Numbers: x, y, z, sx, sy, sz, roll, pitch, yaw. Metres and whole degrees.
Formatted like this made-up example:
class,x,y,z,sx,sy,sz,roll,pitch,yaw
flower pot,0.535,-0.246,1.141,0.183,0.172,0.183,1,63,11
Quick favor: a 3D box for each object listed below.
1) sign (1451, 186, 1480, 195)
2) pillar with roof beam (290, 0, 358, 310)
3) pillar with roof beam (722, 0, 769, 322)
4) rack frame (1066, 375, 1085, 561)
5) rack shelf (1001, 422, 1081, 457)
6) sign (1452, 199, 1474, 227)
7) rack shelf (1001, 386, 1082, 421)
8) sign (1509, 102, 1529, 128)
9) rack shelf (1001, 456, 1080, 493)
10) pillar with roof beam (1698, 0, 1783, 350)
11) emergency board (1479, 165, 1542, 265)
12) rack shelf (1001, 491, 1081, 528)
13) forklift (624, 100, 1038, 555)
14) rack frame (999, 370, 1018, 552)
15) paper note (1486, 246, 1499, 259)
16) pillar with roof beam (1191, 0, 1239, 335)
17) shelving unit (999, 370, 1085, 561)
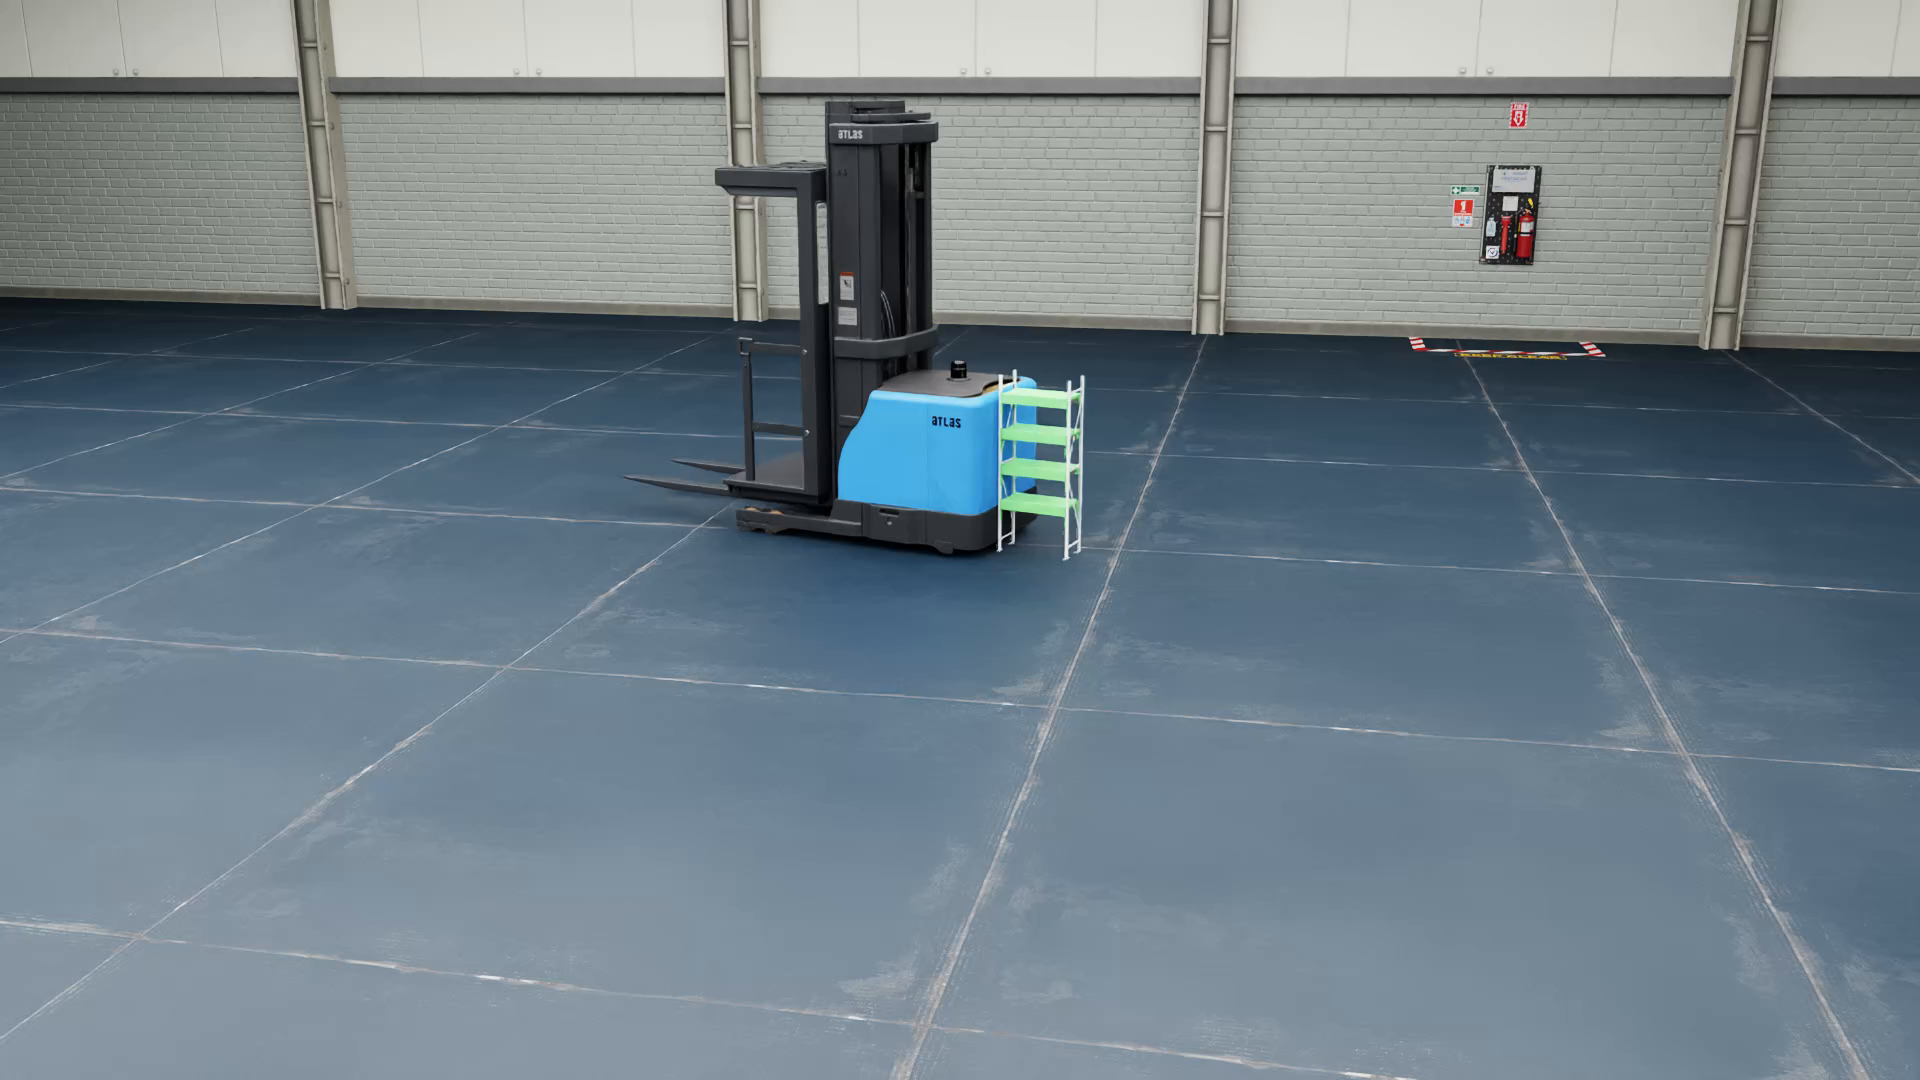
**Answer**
class,x,y,z,sx,sy,sz,roll,pitch,yaw
sign,6.063,-4.194,19.953,0.331,0.109,0.001,3,16,11
pillar with roof beam,-9.501,-6.448,17.914,0.400,9.000,9.100,3,16,11
pillar with roof beam,-3.622,-6.129,16.761,0.400,9.000,9.100,3,16,11
rack frame,0.761,-0.469,10.938,0.015,1.200,0.240,8,17,25
rack shelf,0.542,-0.668,10.996,0.480,0.148,0.258,8,17,25
sign,6.060,-3.941,20.033,0.234,0.329,0.001,3,16,11
rack shelf,0.542,-0.899,10.932,0.480,0.148,0.258,8,17,25
sign,6.593,-5.011,19.620,0.199,0.298,0.001,3,16,11
rack shelf,0.542,-0.437,11.060,0.480,0.148,0.258,8,17,25
pillar with roof beam,8.138,-5.491,14.457,0.400,9.000,9.100,3,16,11
emergency board,6.581,-3.867,19.834,0.643,1.169,0.194,3,16,11
rack shelf,0.542,-0.205,11.124,0.480,0.148,0.258,8,17,25
forklift,-1.000,-1.568,11.661,3.031,2.935,1.130,8,17,25
rack frame,0.324,-0.527,11.148,0.015,1.200,0.240,8,17,25
paper note,6.422,-3.470,20.051,0.142,0.148,0.016,3,16,11
pillar with roof beam,2.258,-5.810,15.609,0.400,9.000,9.100,3,16,11
shelving unit,0.542,-0.498,11.043,0.503,1.200,0.258,8,17,25
